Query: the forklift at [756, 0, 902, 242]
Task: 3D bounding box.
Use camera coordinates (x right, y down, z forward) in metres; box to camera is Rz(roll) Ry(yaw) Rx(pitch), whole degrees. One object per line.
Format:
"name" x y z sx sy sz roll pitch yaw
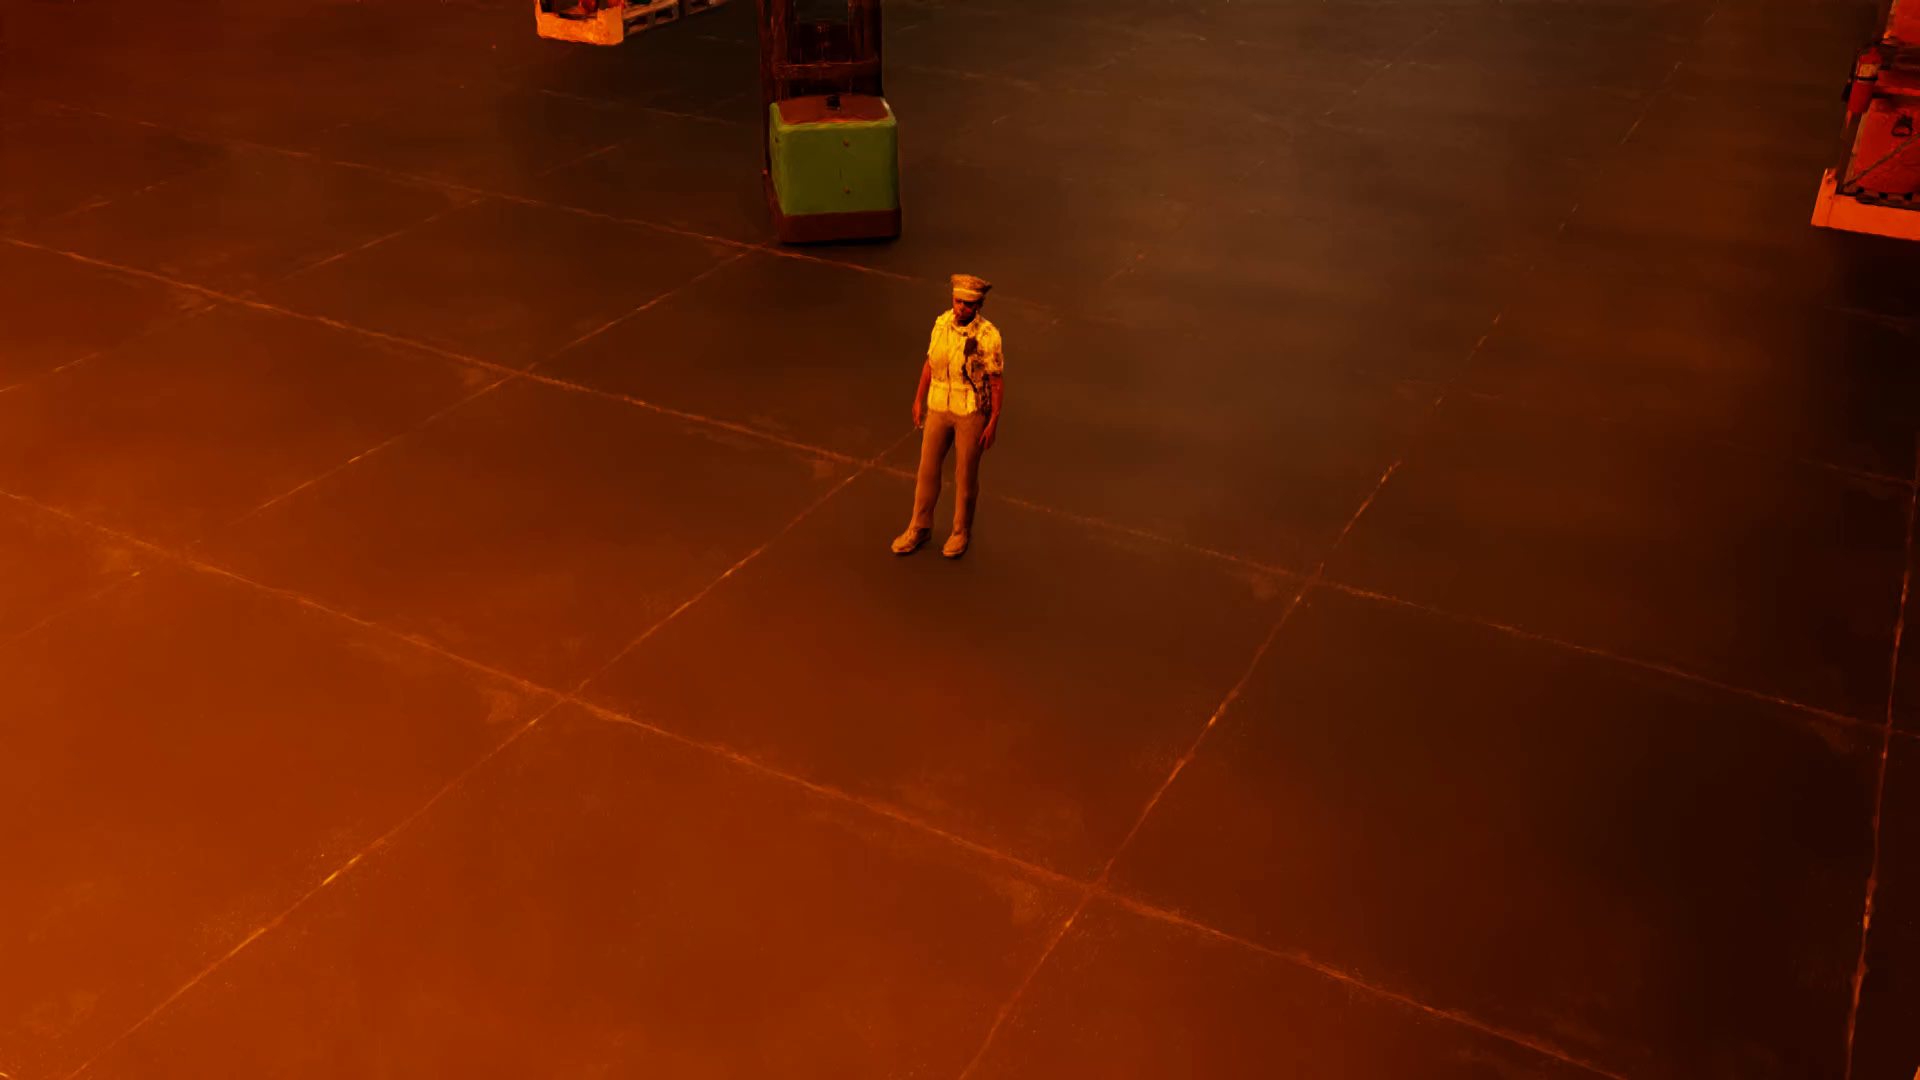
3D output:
"forklift" -1.287 -4.553 14.960 1.130 2.935 3.031 -5 30 -9

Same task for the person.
"person" -0.054 -0.711 9.527 0.570 1.693 0.529 15 33 25
